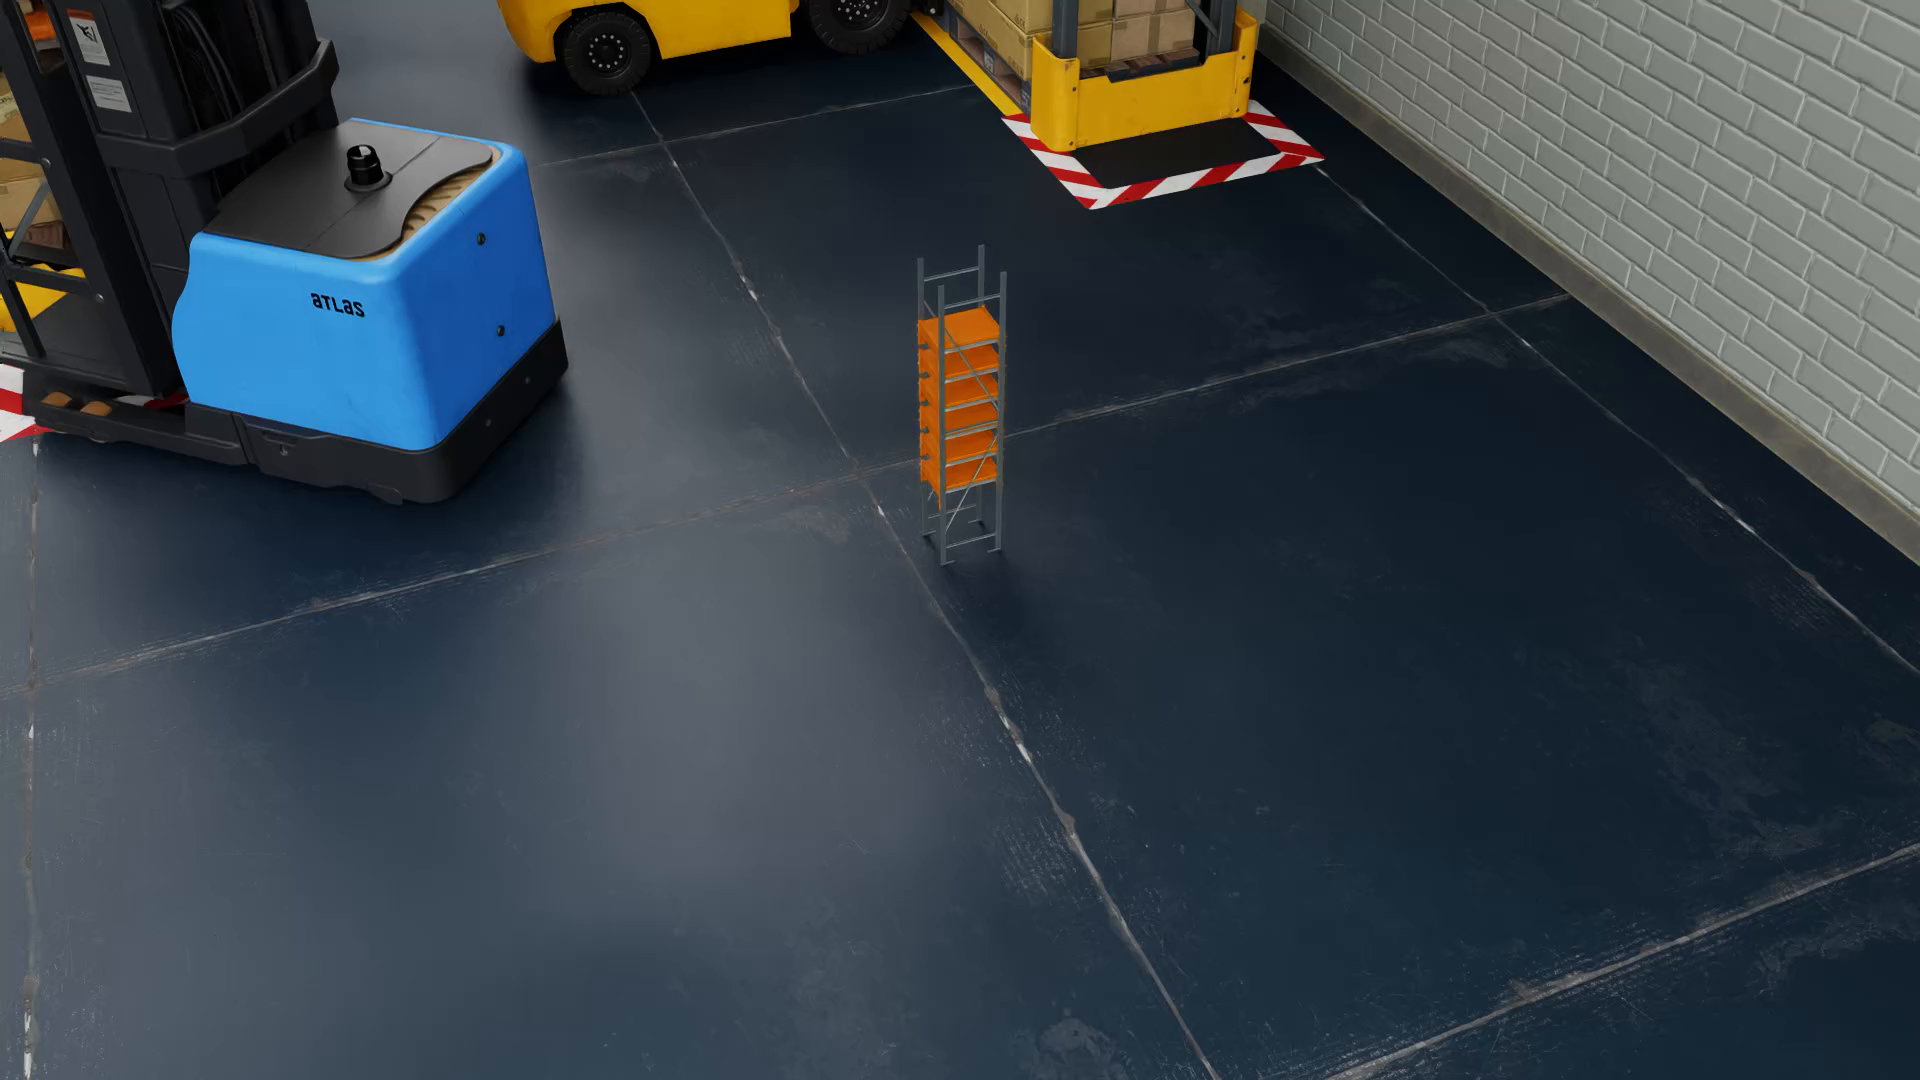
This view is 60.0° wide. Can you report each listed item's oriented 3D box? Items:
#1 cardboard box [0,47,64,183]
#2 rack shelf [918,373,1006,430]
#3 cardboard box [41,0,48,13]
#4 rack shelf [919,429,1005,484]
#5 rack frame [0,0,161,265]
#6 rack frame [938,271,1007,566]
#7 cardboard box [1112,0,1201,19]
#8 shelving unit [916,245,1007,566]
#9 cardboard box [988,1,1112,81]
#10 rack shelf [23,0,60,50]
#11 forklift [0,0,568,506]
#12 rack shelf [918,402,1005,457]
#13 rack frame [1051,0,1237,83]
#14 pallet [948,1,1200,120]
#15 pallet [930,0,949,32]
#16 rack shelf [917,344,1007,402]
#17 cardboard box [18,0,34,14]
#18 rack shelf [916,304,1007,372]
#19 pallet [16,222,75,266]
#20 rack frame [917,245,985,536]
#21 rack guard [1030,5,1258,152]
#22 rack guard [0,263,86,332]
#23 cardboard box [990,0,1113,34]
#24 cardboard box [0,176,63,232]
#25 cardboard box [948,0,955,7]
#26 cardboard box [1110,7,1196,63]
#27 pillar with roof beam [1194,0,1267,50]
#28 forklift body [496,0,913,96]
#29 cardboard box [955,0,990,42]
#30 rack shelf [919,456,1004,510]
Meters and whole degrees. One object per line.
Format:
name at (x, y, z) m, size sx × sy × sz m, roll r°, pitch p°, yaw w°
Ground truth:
cardboard box at (-4.184, -1.967, 7.448) m, size 0.500 × 0.500 × 0.500 m, roll -15°, pitch 43°, yaw -17°
rack shelf at (0.006, -0.504, 5.799) m, size 0.258 × 0.103 × 0.180 m, roll -15°, pitch 43°, yaw -17°
cardboard box at (-3.576, -2.309, 6.827) m, size 0.380 × 0.149 × 0.250 m, roll -15°, pitch 43°, yaw -17°
rack shelf at (0.006, -0.322, 5.956) m, size 0.258 × 0.103 × 0.180 m, roll -15°, pitch 43°, yaw -17°
rack frame at (-3.637, -2.148, 6.447) m, size 1.000 × 3.000 × 0.127 m, roll -15°, pitch 43°, yaw -17°
rack frame at (0.041, -0.391, 5.785) m, size 0.240 × 1.200 × 0.006 m, roll -15°, pitch 43°, yaw -17°
cardboard box at (0.960, -3.030, 8.876) m, size 0.500 × 0.250 × 0.500 m, roll -14°, pitch 43°, yaw -16°
shelving unit at (0.006, -0.446, 5.849) m, size 0.258 × 1.200 × 0.189 m, roll -15°, pitch 43°, yaw -17°
cardboard box at (0.476, -2.709, 8.887) m, size 0.500 × 0.250 × 0.500 m, roll -15°, pitch 43°, yaw -17°
rack shelf at (-4.402, -3.080, 8.083) m, size 1.077 × 0.370 × 4.000 m, roll -15°, pitch 43°, yaw -17°
forklift at (-3.221, -1.815, 6.113) m, size 3.031 × 2.935 × 1.130 m, roll 12°, pitch 42°, yaw 14°
rack shelf at (0.006, -0.413, 5.878) m, size 0.258 × 0.103 × 0.180 m, roll -15°, pitch 43°, yaw -17°
rack frame at (0.948, -3.389, 7.890) m, size 1.000 × 3.000 × 0.127 m, roll -15°, pitch 43°, yaw -17°
pallet at (0.616, -2.782, 9.323) m, size 1.003 × 0.211 × 1.213 m, roll -15°, pitch 43°, yaw -17°
pallet at (0.153, -3.515, 10.176) m, size 1.003 × 0.211 × 1.213 m, roll -15°, pitch 43°, yaw -17°
rack shelf at (0.006, -0.594, 5.721) m, size 0.258 × 0.103 × 0.180 m, roll -15°, pitch 43°, yaw -17°
cardboard box at (-3.978, -2.225, 6.729) m, size 0.380 × 0.149 × 0.250 m, roll -14°, pitch 43°, yaw -15°
rack shelf at (0.006, -0.685, 5.643) m, size 0.258 × 0.103 × 0.180 m, roll -15°, pitch 43°, yaw -17°
pallet at (-3.944, -1.635, 7.989) m, size 1.003 × 0.211 × 1.213 m, roll -15°, pitch 43°, yaw -17°
rack frame at (-0.029, -0.501, 5.913) m, size 0.240 × 1.200 × 0.006 m, roll -15°, pitch 43°, yaw -17°
rack guard at (0.957, -2.426, 8.688) m, size 1.175 × 0.500 × 0.348 m, roll -15°, pitch 43°, yaw -17°
rack guard at (-3.666, -1.246, 7.316) m, size 1.175 × 0.500 × 0.348 m, roll -15°, pitch 43°, yaw -17°
cardboard box at (0.473, -2.910, 8.737) m, size 0.500 × 0.250 × 0.500 m, roll -16°, pitch 43°, yaw -17°
cardboard box at (-4.204, -1.699, 7.712) m, size 0.500 × 0.250 × 0.500 m, roll -15°, pitch 43°, yaw -17°
cardboard box at (0.111, -3.315, 9.591) m, size 0.500 × 0.250 × 0.500 m, roll -15°, pitch 43°, yaw -16°
cardboard box at (0.940, -2.850, 9.050) m, size 0.500 × 0.250 × 0.500 m, roll -15°, pitch 43°, yaw -17°
pillar with roof beam at (-2.463, -5.234, 5.434) m, size 9.100 × 9.000 × 0.400 m, roll -15°, pitch 43°, yaw -17°
forklift body at (-1.463, -3.754, 8.966) m, size 2.313 × 2.155 × 1.214 m, roll -15°, pitch 43°, yaw -17°
cardboard box at (0.294, -3.011, 9.238) m, size 0.500 × 0.250 × 0.500 m, roll -15°, pitch 43°, yaw -17°
rack shelf at (0.006, -0.231, 6.034) m, size 0.258 × 0.103 × 0.180 m, roll -15°, pitch 43°, yaw -17°
